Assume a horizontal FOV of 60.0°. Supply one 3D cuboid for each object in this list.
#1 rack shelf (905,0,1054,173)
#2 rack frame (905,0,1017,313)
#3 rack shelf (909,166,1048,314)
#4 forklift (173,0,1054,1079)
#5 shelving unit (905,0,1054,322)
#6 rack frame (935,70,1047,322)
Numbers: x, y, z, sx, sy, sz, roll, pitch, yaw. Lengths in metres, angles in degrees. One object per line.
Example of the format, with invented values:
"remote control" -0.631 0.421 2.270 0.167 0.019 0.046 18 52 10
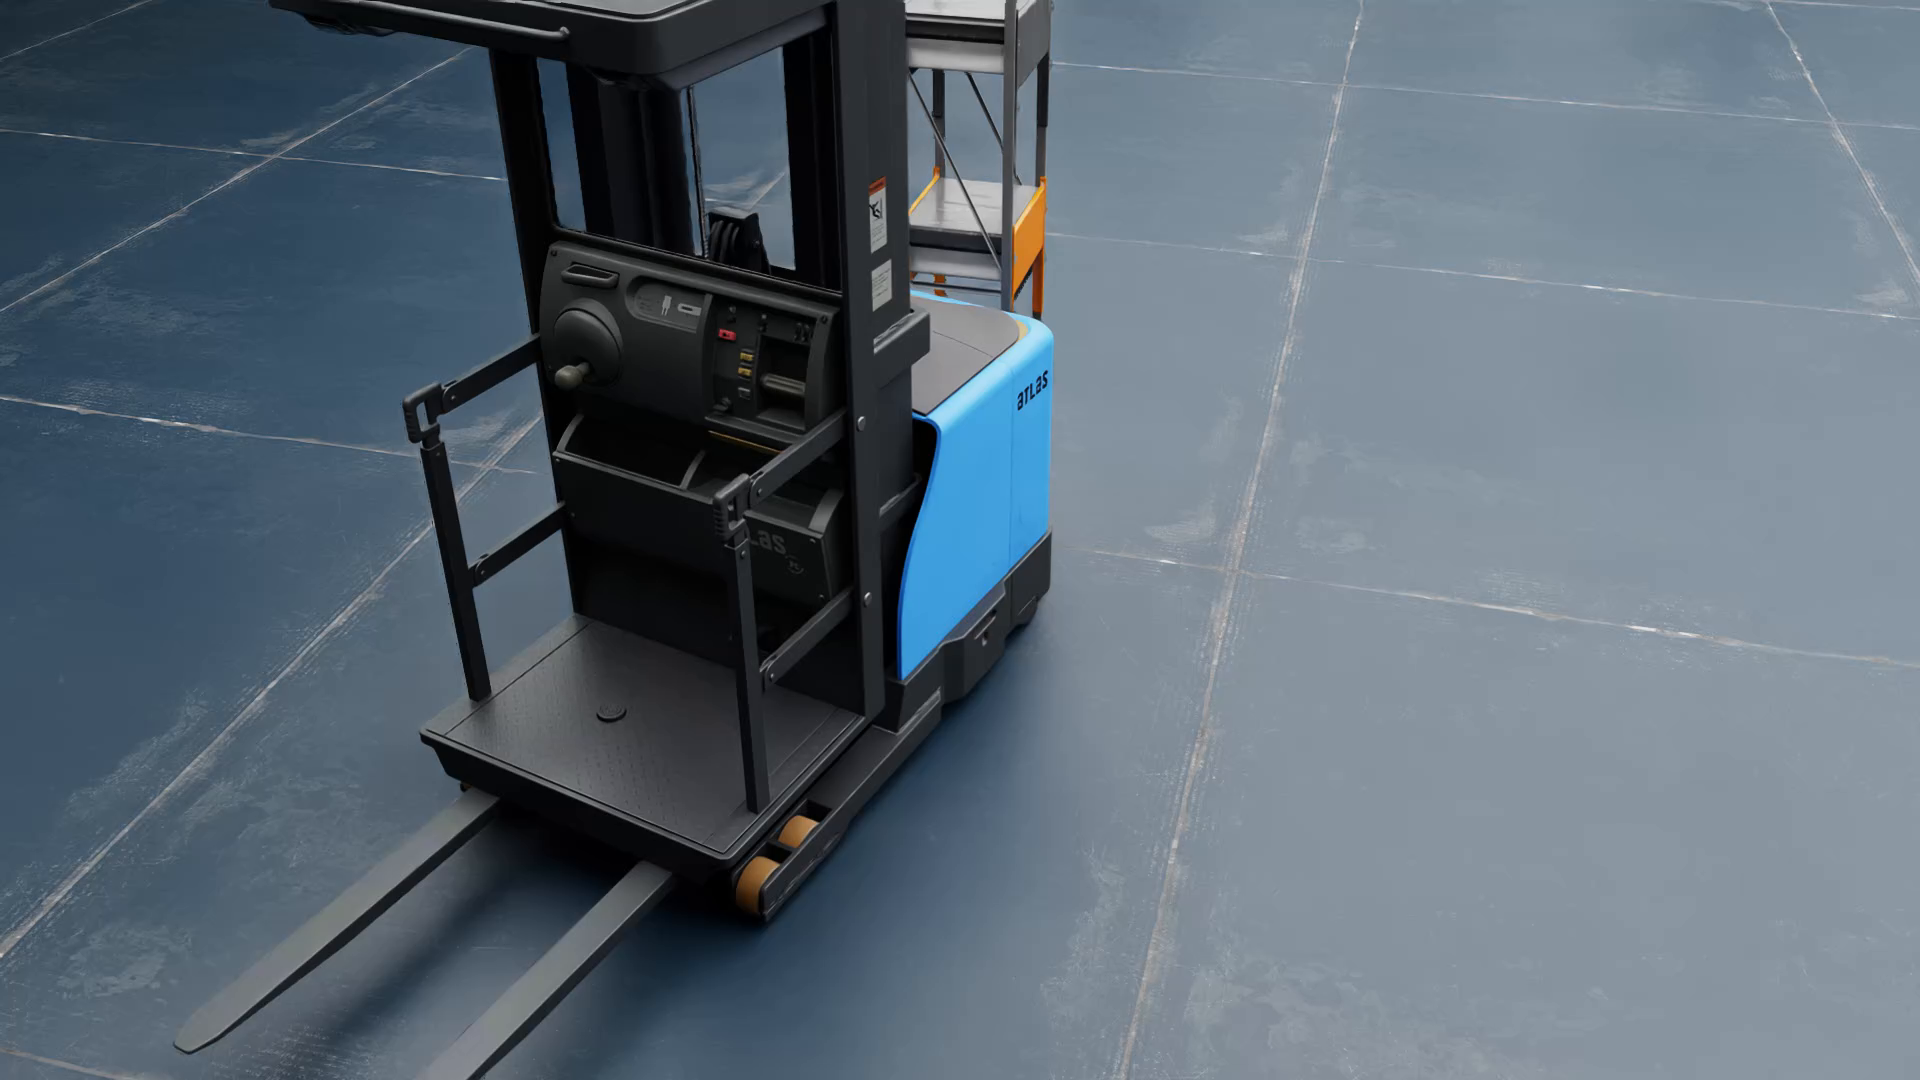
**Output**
"rack shelf" 0.042 -1.552 5.454 0.431 0.518 0.480 8 33 13
"rack frame" -0.021 -0.847 5.625 0.400 2.100 0.015 8 33 13
"rack shelf" 0.043 -0.962 5.830 0.431 0.518 0.480 8 33 13
"forklift" -0.842 -0.472 4.260 1.130 2.935 3.031 17 36 24
"shelving unit" 0.043 -0.974 5.823 0.431 2.100 0.503 8 33 13
"rack frame" 0.107 -1.100 6.022 0.400 2.100 0.015 8 33 13
